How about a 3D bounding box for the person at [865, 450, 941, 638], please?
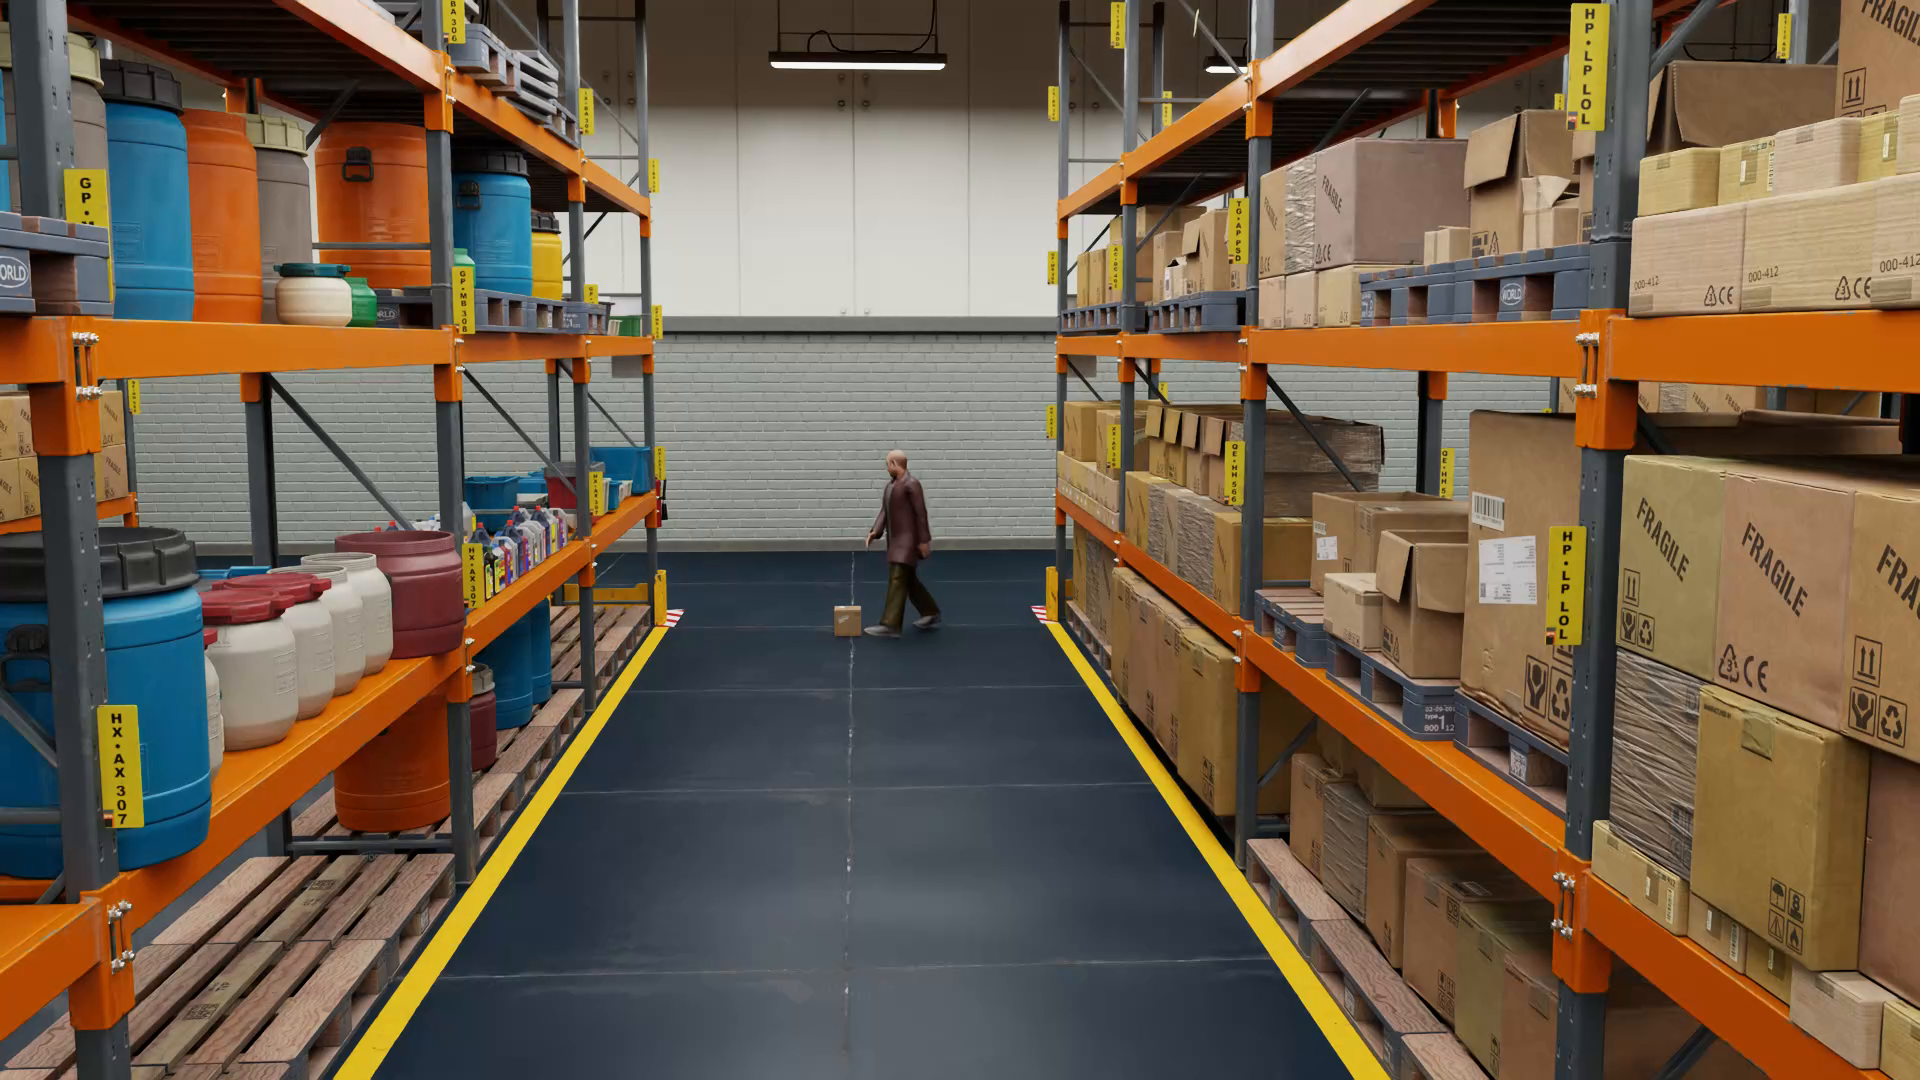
[{"bbox_3d":[-0.552,0.107,15.720,0.922,1.553,0.600,-3,7,-23],"label":"person"}]
